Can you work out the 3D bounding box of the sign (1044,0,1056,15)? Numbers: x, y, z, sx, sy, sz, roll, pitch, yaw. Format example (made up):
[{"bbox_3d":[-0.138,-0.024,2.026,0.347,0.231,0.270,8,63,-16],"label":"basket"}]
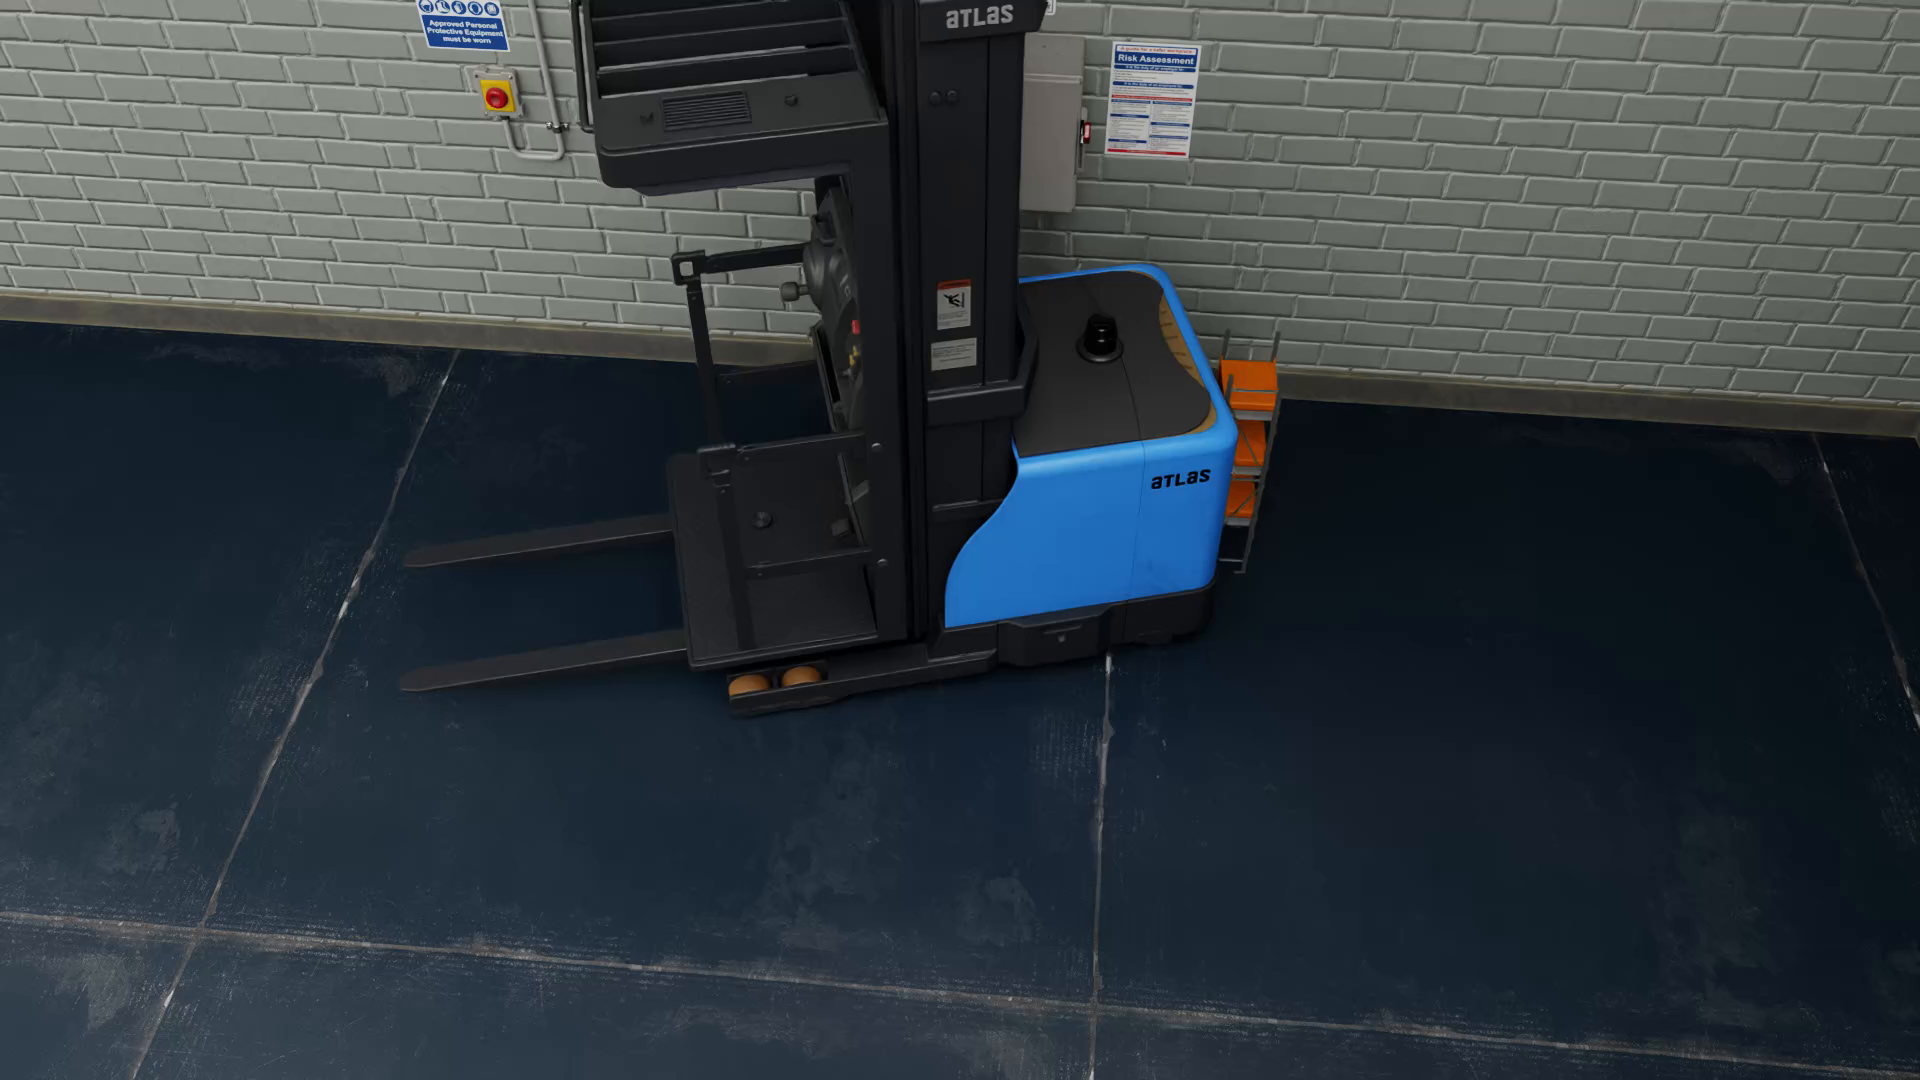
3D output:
[{"bbox_3d":[0.183,-2.020,6.031,0.339,0.242,0.001,4,48,4],"label":"sign"}]

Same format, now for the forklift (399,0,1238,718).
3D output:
[{"bbox_3d":[-0.598,-0.762,5.486,3.031,2.935,1.130,-8,48,-8],"label":"forklift"}]

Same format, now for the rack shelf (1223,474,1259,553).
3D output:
[{"bbox_3d":[1.050,-0.123,6.566,0.215,0.259,0.240,3,48,2],"label":"rack shelf"}]

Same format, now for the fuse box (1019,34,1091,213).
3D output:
[{"bbox_3d":[0.219,-1.150,6.668,0.539,1.711,0.414,4,48,4],"label":"fuse box"}]

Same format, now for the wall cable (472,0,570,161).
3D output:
[{"bbox_3d":[-1.860,-2.187,6.034,0.585,1.953,0.123,4,48,4],"label":"wall cable"}]

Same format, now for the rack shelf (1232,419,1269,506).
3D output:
[{"bbox_3d":[1.053,-0.310,6.361,0.215,0.259,0.240,3,48,2],"label":"rack shelf"}]

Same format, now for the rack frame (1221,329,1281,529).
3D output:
[{"bbox_3d":[1.061,-0.407,6.435,0.200,1.050,0.008,3,48,2],"label":"rack frame"}]

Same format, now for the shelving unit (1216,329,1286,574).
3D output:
[{"bbox_3d":[1.053,-0.317,6.353,0.215,1.050,0.252,3,48,2],"label":"shelving unit"}]

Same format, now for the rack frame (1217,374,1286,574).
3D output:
[{"bbox_3d":[1.046,-0.227,6.271,0.200,1.050,0.008,3,48,2],"label":"rack frame"}]

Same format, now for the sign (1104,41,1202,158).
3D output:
[{"bbox_3d":[0.730,-1.672,6.337,0.329,0.494,0.001,4,48,4],"label":"sign"}]

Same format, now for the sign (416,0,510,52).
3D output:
[{"bbox_3d":[-1.902,-1.973,6.365,0.327,0.218,0.001,4,48,4],"label":"sign"}]

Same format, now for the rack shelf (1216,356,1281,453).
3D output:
[{"bbox_3d":[1.057,-0.502,6.151,0.215,0.259,0.240,3,48,2],"label":"rack shelf"}]
